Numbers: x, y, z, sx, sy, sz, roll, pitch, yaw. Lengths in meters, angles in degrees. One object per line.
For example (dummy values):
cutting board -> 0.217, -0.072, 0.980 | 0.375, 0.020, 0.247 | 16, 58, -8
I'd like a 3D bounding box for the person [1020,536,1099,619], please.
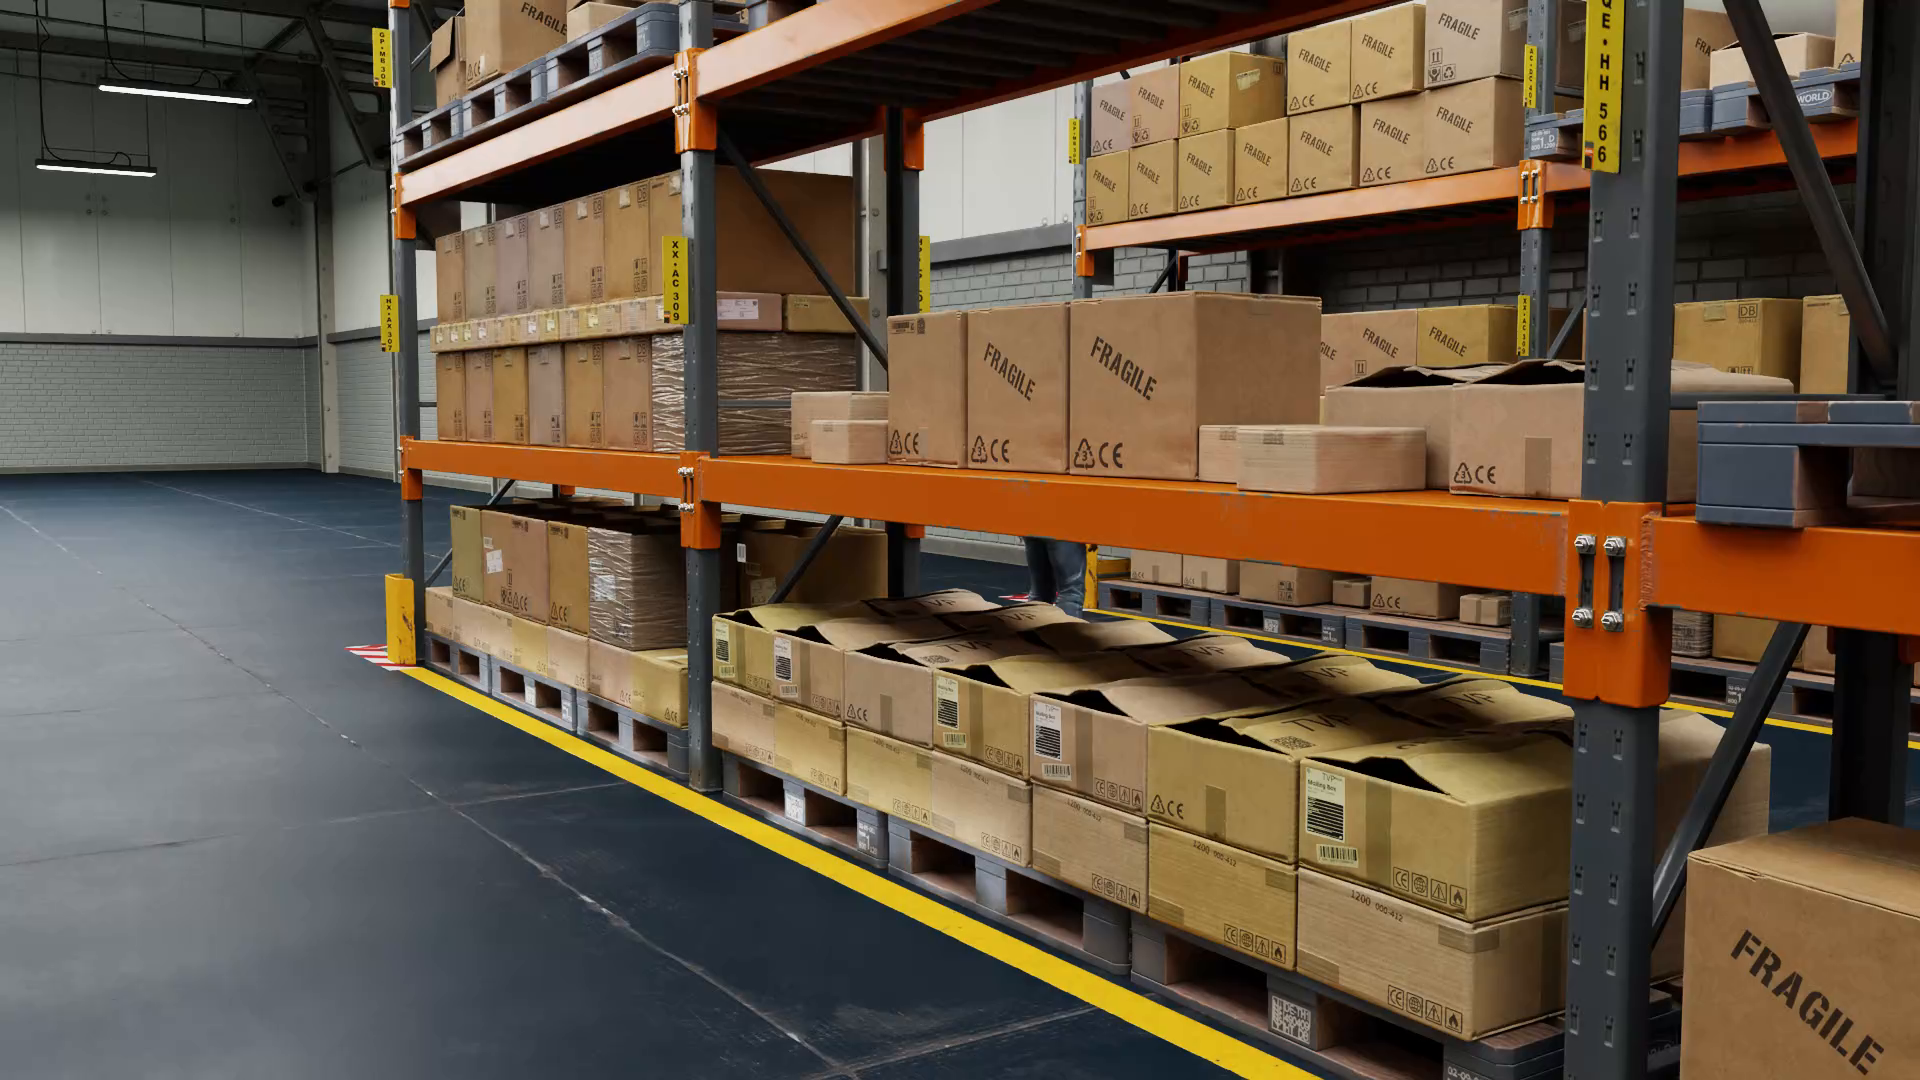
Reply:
person -> 0.524, -0.115, 9.131 | 0.454, 1.761, 0.636 | -3, 6, -37
